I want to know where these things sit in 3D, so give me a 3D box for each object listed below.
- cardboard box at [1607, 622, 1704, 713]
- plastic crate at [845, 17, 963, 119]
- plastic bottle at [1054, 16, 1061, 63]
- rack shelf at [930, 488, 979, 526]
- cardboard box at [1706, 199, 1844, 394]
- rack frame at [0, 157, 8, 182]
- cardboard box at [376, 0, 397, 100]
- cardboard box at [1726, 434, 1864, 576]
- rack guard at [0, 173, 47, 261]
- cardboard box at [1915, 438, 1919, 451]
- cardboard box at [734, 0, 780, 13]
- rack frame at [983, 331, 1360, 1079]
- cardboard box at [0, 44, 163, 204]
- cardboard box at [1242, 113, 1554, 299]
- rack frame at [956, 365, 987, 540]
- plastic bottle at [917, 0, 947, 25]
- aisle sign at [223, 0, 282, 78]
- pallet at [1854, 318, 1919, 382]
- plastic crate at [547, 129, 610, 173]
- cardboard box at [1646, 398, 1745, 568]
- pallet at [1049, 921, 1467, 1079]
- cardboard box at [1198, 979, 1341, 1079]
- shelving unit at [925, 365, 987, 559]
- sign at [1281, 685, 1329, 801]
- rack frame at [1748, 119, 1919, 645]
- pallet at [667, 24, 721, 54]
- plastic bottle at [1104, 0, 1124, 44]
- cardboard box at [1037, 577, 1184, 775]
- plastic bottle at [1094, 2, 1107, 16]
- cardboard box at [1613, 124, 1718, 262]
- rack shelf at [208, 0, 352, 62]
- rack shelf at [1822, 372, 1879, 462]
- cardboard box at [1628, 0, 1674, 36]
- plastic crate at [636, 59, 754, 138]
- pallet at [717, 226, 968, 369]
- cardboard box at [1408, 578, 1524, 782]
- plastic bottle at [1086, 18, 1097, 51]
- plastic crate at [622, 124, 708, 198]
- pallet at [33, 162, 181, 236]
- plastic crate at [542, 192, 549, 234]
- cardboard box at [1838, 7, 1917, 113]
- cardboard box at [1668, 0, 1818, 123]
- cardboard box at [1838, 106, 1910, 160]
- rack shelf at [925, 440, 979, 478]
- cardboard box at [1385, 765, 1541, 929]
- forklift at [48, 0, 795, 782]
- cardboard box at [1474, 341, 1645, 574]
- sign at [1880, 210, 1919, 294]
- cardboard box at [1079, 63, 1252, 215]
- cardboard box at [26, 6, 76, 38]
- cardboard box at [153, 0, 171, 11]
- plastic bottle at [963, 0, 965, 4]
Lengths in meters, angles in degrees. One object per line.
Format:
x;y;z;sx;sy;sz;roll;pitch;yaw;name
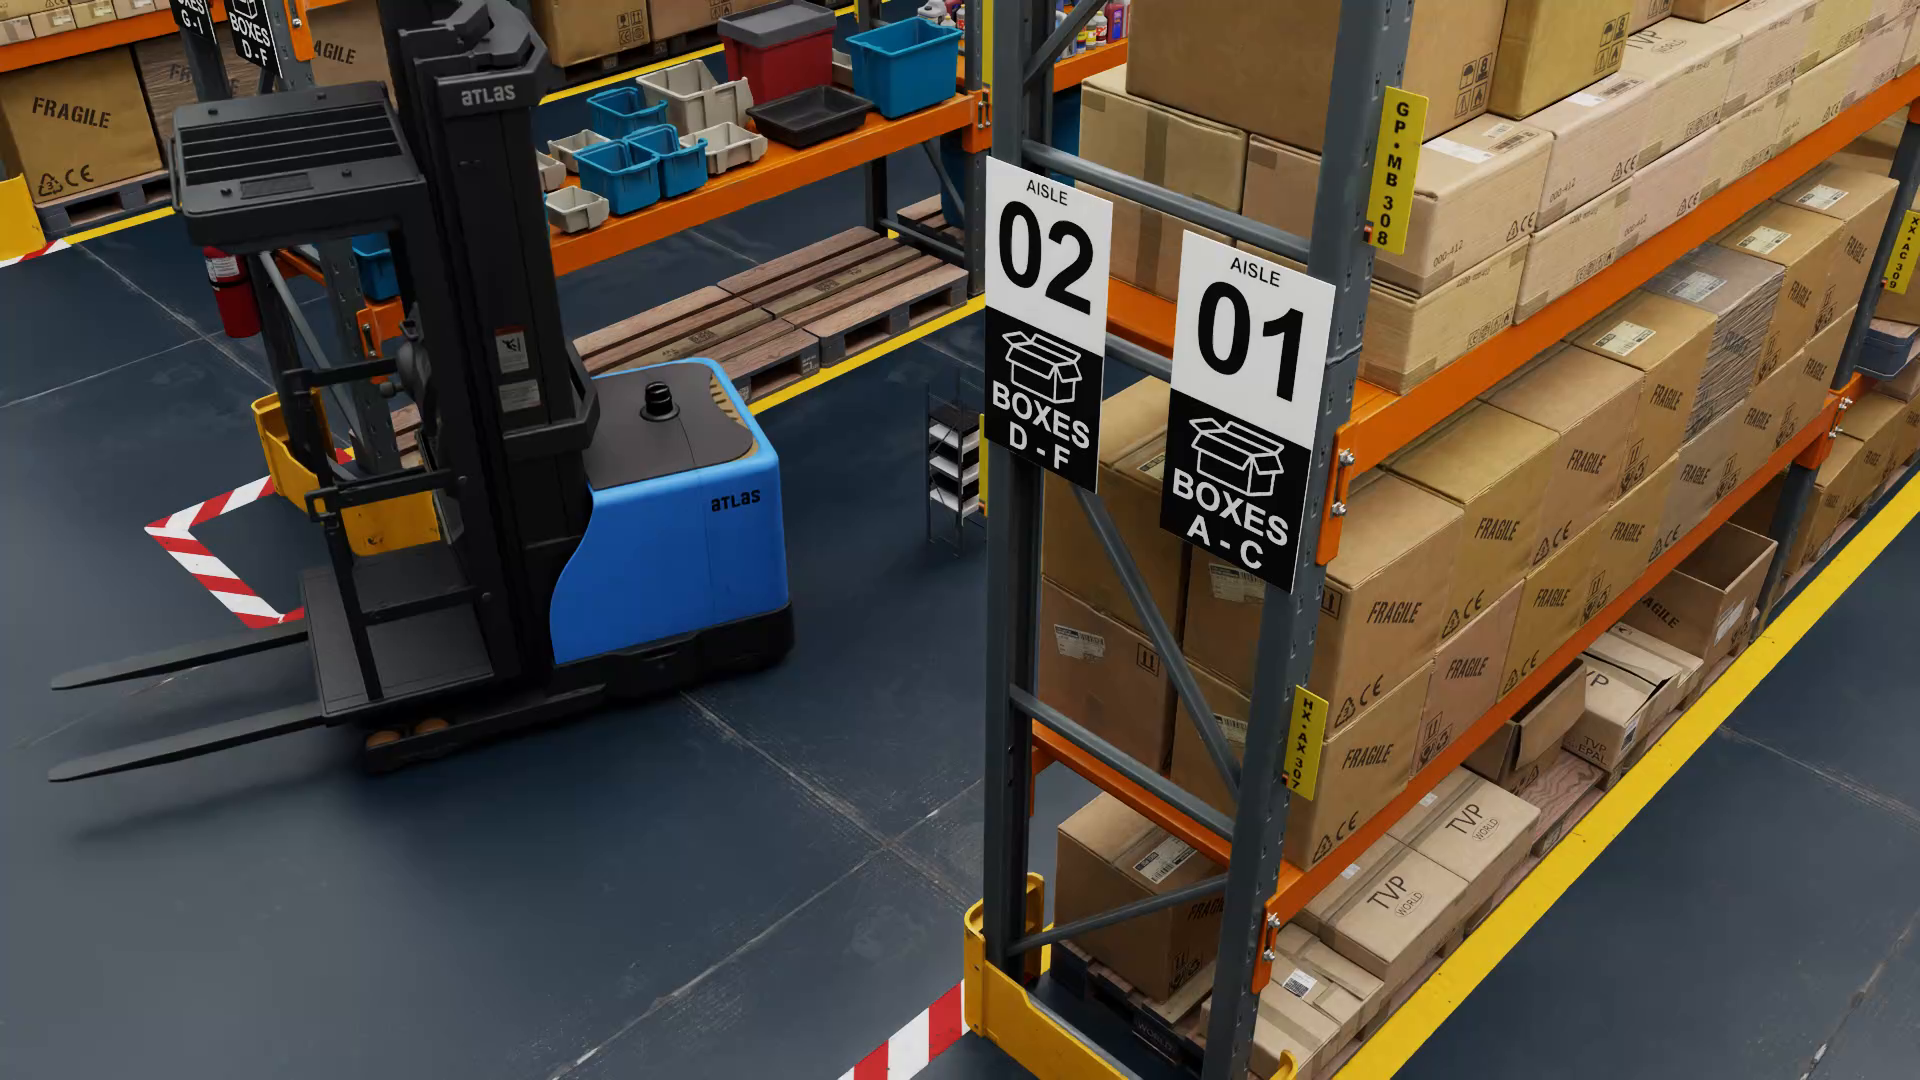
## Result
2.867;0.531;6.974;0.380;0.149;0.250;30;45;35;cardboard box
-0.311;-2.669;9.416;0.392;0.384;0.575;30;45;35;plastic crate
0.568;-3.050;10.114;0.097;0.271;0.097;0;35;0;plastic bottle
-0.006;-0.191;8.110;0.258;0.077;0.200;30;45;35;rack shelf
2.757;-0.913;5.975;0.500;0.500;0.500;29;44;35;cardboard box
-6.557;-3.350;10.432;1.000;3.000;0.127;30;45;35;rack frame
-4.261;-4.039;12.910;0.875;0.875;0.875;30;45;35;cardboard box
3.802;-0.233;7.763;0.500;0.500;0.500;27;43;33;cardboard box
-6.574;-2.315;11.133;1.175;0.500;0.348;30;45;35;rack guard
4.884;-0.859;8.660;0.500;0.500;0.500;28;43;34;cardboard box
-2.055;-5.268;14.672;1.225;0.875;0.875;30;45;35;cardboard box
0.470;0.644;4.705;1.000;3.000;0.127;30;45;35;rack frame
-6.163;-2.943;11.338;0.875;0.875;0.875;30;45;35;cardboard box
1.017;-0.834;3.895;0.500;0.250;0.500;30;45;35;cardboard box
0.066;-0.407;8.047;0.240;0.900;0.006;30;45;35;rack frame
-0.176;-3.217;10.350;0.152;0.276;0.135;30;45;35;plastic bottle
-2.882;-2.272;6.612;0.394;0.787;0.004;30;45;35;aisle sign
3.929;-1.182;7.490;1.003;0.211;1.213;30;45;35;pallet
-2.008;-2.037;8.727;0.298;0.136;0.250;30;45;35;plastic crate
2.396;-0.295;5.964;0.500;0.500;0.500;-29;44;-35;cardboard box
1.085;1.433;6.011;1.003;0.211;1.213;30;45;35;pallet
1.009;1.601;5.440;0.380;0.149;0.250;30;45;35;cardboard box
-0.006;-0.366;7.988;0.258;0.900;0.210;30;45;35;shelving unit
0.855;0.507;4.144;0.100;0.325;0.005;30;45;35;sign
3.288;-0.980;7.033;1.000;3.000;0.127;30;45;35;rack frame
-2.389;-4.672;14.764;1.003;0.211;1.213;30;45;35;pallet
0.963;-3.268;10.415;0.061;0.283;0.133;30;45;35;plastic bottle
0.593;0.311;5.094;0.500;0.500;0.500;-28;44;-34;cardboard box
0.917;-3.399;10.609;0.152;0.276;0.135;30;45;35;plastic bottle
1.725;-1.033;4.617;0.500;0.250;0.500;30;45;35;cardboard box
-1.633;-3.101;8.081;1.077;0.370;4.000;30;45;35;rack shelf
4.698;-1.497;8.403;1.077;0.370;4.000;30;45;35;rack shelf
1.509;-1.668;4.436;0.700;0.500;0.500;30;45;35;cardboard box
-1.431;-2.408;9.132;0.437;0.282;0.530;30;45;35;plastic crate
-0.715;-1.520;10.245;1.003;0.211;1.213;30;45;35;pallet
1.330;0.317;5.085;0.500;0.500;0.500;29;44;35;cardboard box
0.800;-3.155;10.325;0.097;0.201;0.097;0;35;0;plastic bottle
-1.496;-1.934;8.495;0.416;0.233;0.300;30;45;35;plastic crate
-6.049;-2.563;11.740;1.003;0.211;1.213;30;45;35;pallet
-2.171;-1.545;7.937;0.416;0.233;0.300;30;45;35;plastic crate
2.775;-1.646;5.496;0.500;0.250;0.500;30;45;35;cardboard box
2.077;-1.441;4.766;0.500;0.250;0.500;30;45;35;cardboard box
4.220;-1.600;7.468;0.500;0.500;0.700;-23;41;-29;cardboard box
-0.006;-0.412;7.955;0.258;0.077;0.200;30;45;35;rack shelf
1.759;1.079;6.100;0.500;0.250;0.500;30;45;35;cardboard box
-2.308;-0.592;6.536;3.031;2.935;1.130;-14;37;-19;forklift
1.689;-0.298;5.093;0.500;0.500;0.500;-29;44;-35;cardboard box
3.679;-1.120;6.476;0.100;0.325;0.005;30;45;35;sign
0.651;-1.041;4.193;0.500;0.250;0.500;30;45;35;cardboard box
-5.893;-3.363;10.670;0.380;0.149;0.250;29;44;35;cardboard box
-5.350;-3.676;11.119;0.380;0.149;0.250;29;44;34;cardboard box
0.082;-3.366;10.562;0.152;0.276;0.135;30;45;35;plastic bottle
